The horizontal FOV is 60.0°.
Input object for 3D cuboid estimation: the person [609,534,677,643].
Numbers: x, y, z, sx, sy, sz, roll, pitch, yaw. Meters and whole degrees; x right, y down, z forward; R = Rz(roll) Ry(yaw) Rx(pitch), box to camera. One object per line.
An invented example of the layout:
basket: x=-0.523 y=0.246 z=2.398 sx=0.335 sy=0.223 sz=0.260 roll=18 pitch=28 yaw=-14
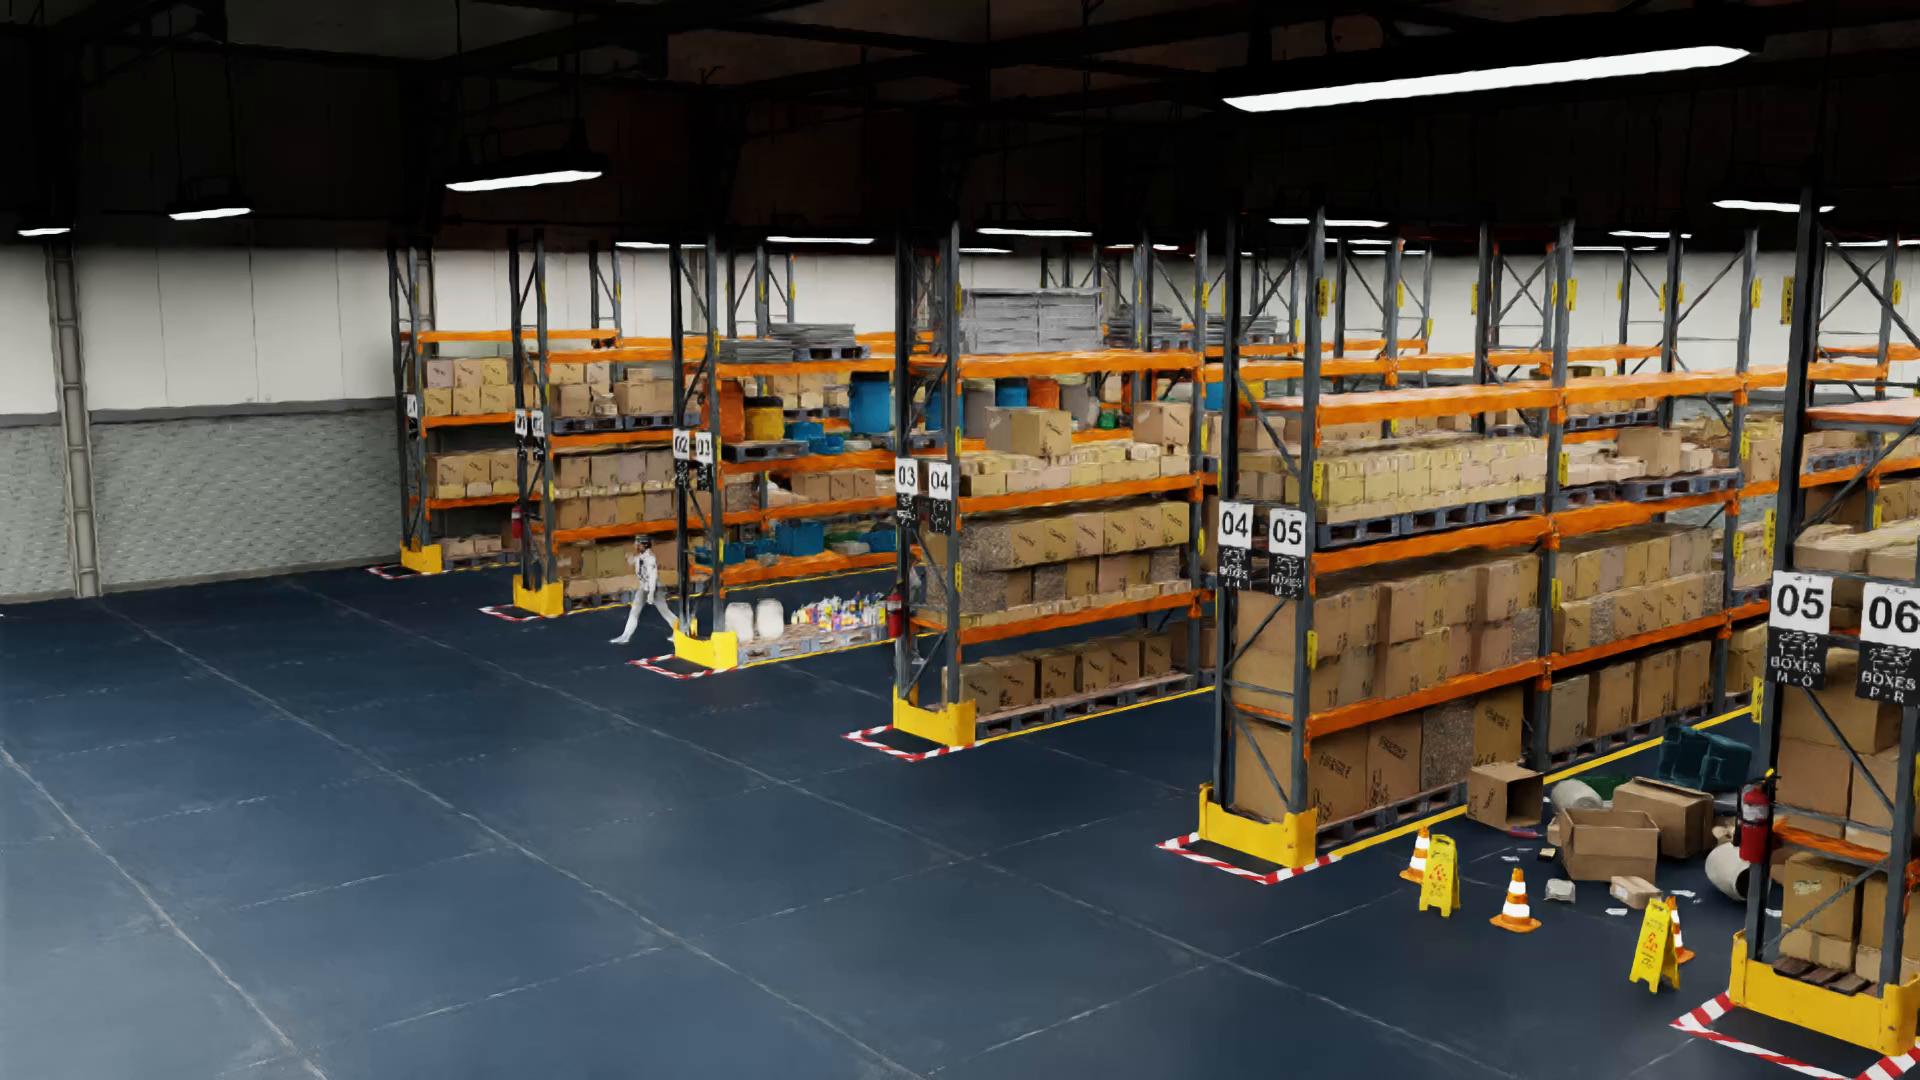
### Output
person: x=-4.497 y=0.696 z=23.902 sx=1.077 sy=1.581 sz=0.491 roll=-7 pitch=11 yaw=-37

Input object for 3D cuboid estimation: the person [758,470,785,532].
person: x=-3.617 y=-0.438 z=31.288 sx=1.194 sy=1.588 sz=0.598 roll=-7 pitch=11 yaw=-37

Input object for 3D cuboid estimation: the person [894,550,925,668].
person: x=-0.666 y=0.935 z=22.387 sx=0.419 sy=1.603 sz=0.504 roll=4 pitch=9 yaw=22
